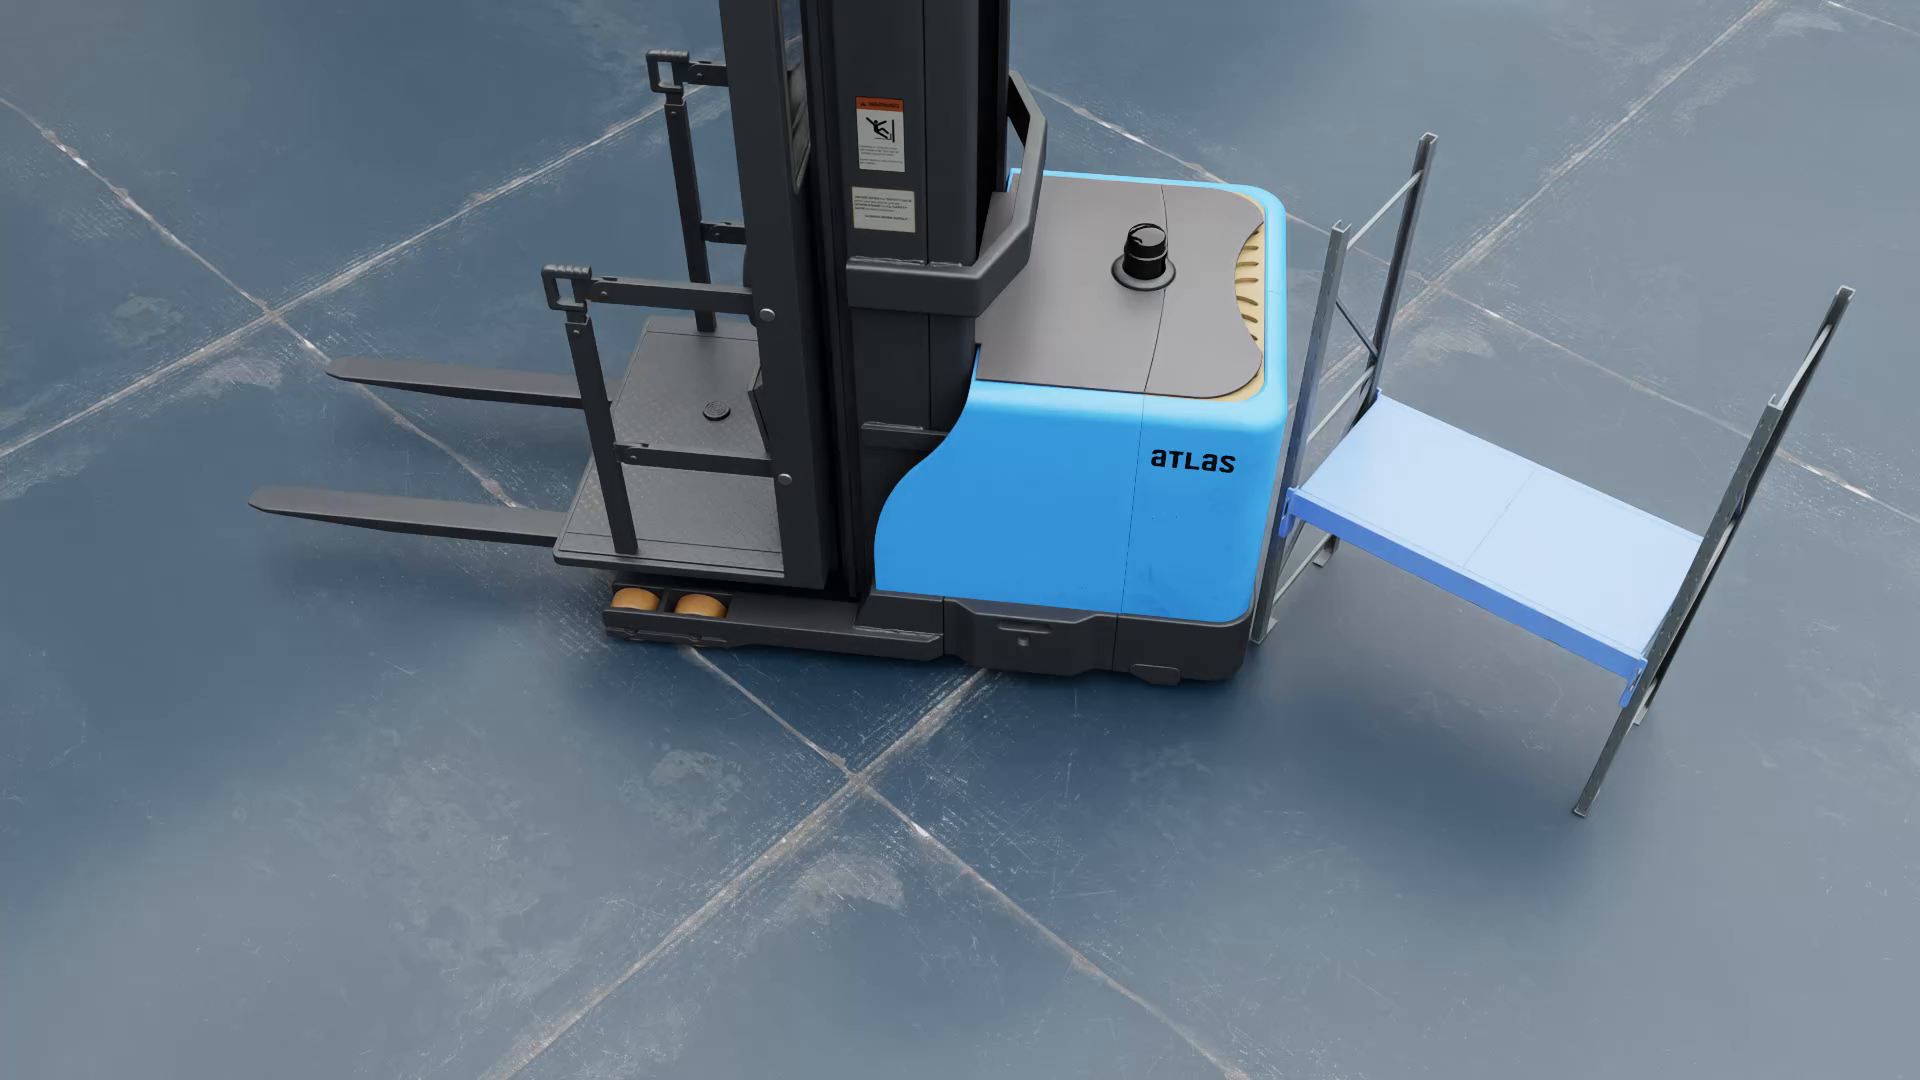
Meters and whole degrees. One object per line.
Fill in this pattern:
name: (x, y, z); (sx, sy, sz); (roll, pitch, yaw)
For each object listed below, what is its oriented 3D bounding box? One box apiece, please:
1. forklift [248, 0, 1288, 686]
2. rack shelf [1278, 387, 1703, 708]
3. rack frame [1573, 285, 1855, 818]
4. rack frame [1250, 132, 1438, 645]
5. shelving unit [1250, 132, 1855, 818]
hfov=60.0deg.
forklift: (-0.621, -1.062, 4.236); (3.031, 2.935, 1.130); (5, 47, 5)
rack shelf: (1.435, -0.007, 4.474); (1.000, 0.185, 0.538); (29, 53, 24)
rack frame: (1.841, 0.093, 4.134); (0.032, 1.500, 0.500); (29, 53, 24)
rack frame: (1.028, -0.353, 4.552); (0.032, 1.500, 0.500); (29, 53, 24)
shelving unit: (1.435, -0.130, 4.343); (1.048, 1.500, 0.538); (29, 53, 24)
